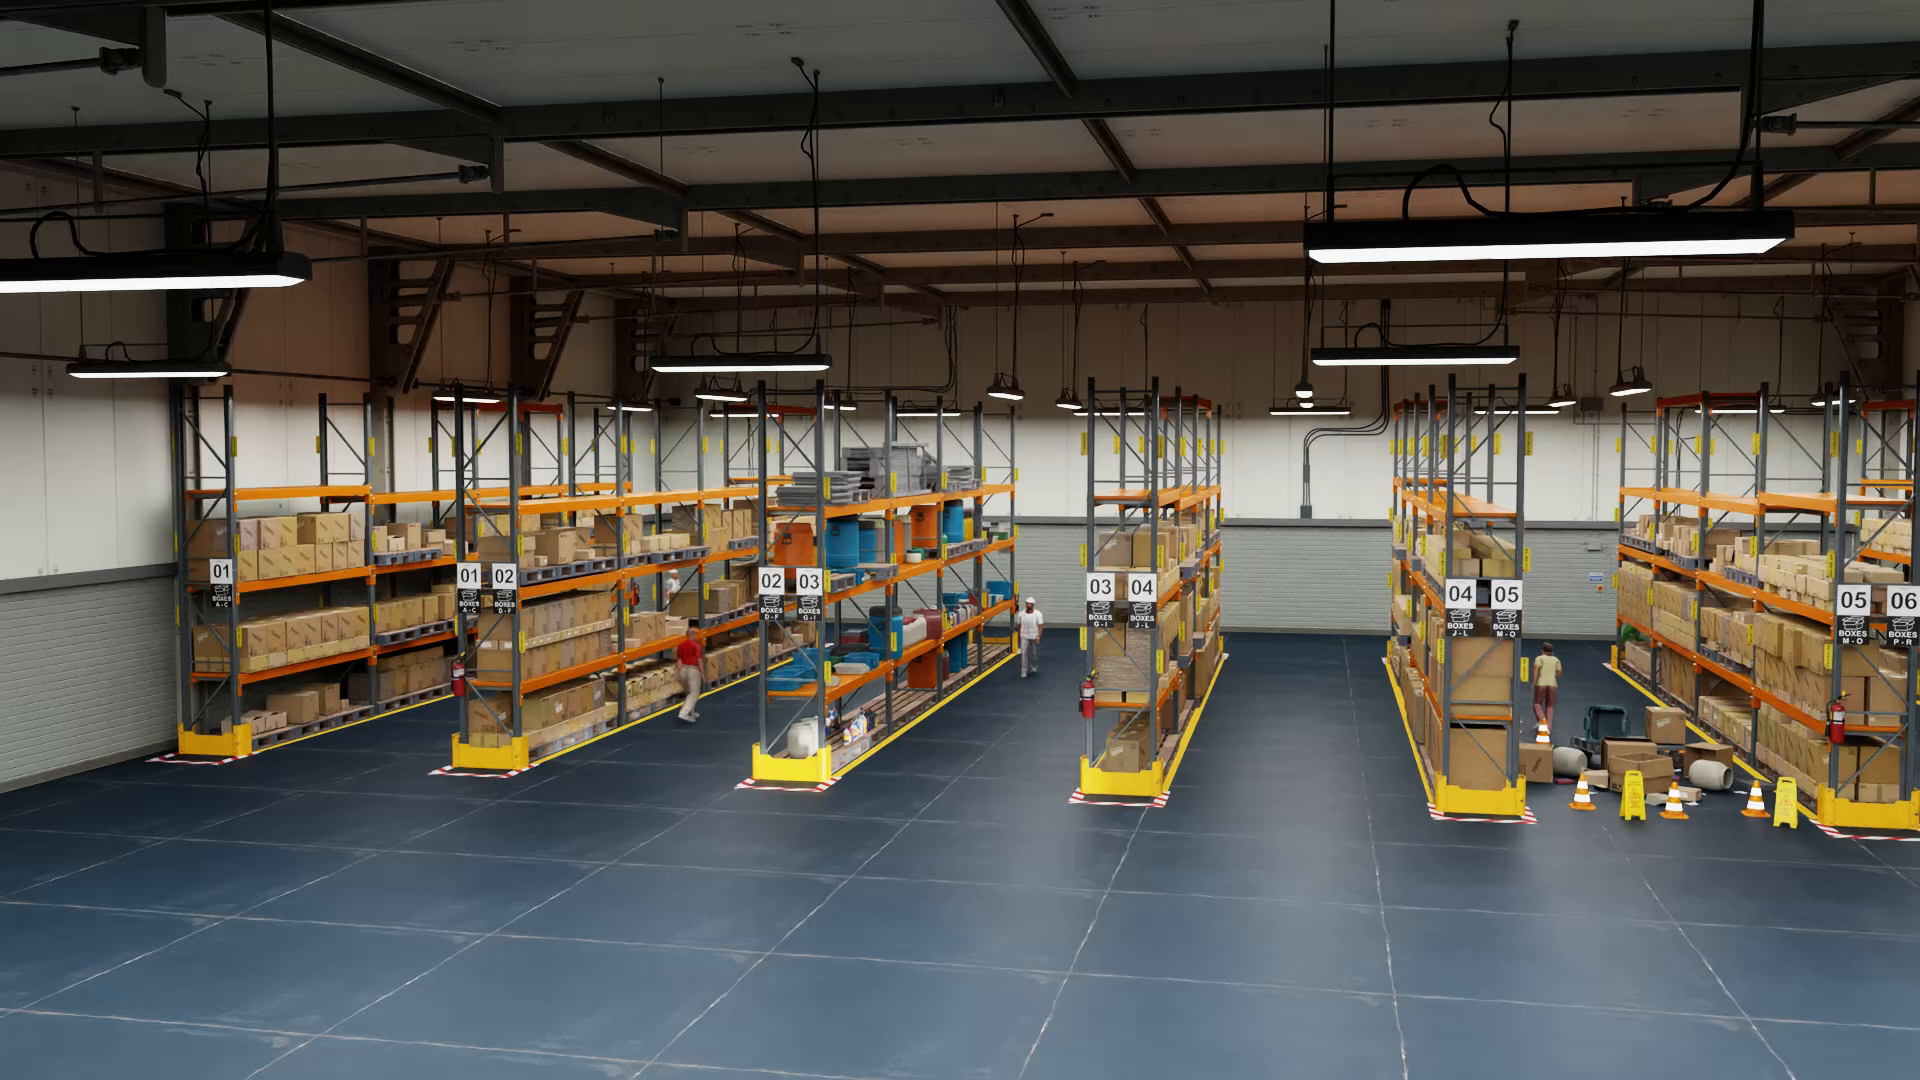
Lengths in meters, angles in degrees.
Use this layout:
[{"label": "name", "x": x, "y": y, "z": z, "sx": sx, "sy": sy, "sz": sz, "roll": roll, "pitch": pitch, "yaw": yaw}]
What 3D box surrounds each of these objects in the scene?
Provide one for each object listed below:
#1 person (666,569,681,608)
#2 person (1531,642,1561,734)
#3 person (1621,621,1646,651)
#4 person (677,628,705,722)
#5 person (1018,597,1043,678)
[{"label": "person", "x": -7.596, "y": 1.633, "z": 43.930, "sx": 0.472, "sy": 1.789, "sz": 0.584, "roll": 1, "pitch": 3, "yaw": 15}, {"label": "person", "x": 10.313, "y": 2.592, "z": 29.256, "sx": 0.521, "sy": 1.561, "sz": 0.671, "roll": 1, "pitch": 3, "yaw": 15}, {"label": "person", "x": 15.910, "y": 1.926, "z": 39.300, "sx": 1.034, "sy": 1.754, "sz": 0.555, "roll": 0, "pitch": 3, "yaw": 5}, {"label": "person", "x": -4.897, "y": 2.454, "z": 30.199, "sx": 0.608, "sy": 1.698, "sz": 0.944, "roll": 2, "pitch": 4, "yaw": 29}, {"label": "person", "x": 1.520, "y": 2.108, "z": 36.189, "sx": 0.584, "sy": 1.711, "sz": 1.081, "roll": 1, "pitch": 3, "yaw": 9}]
